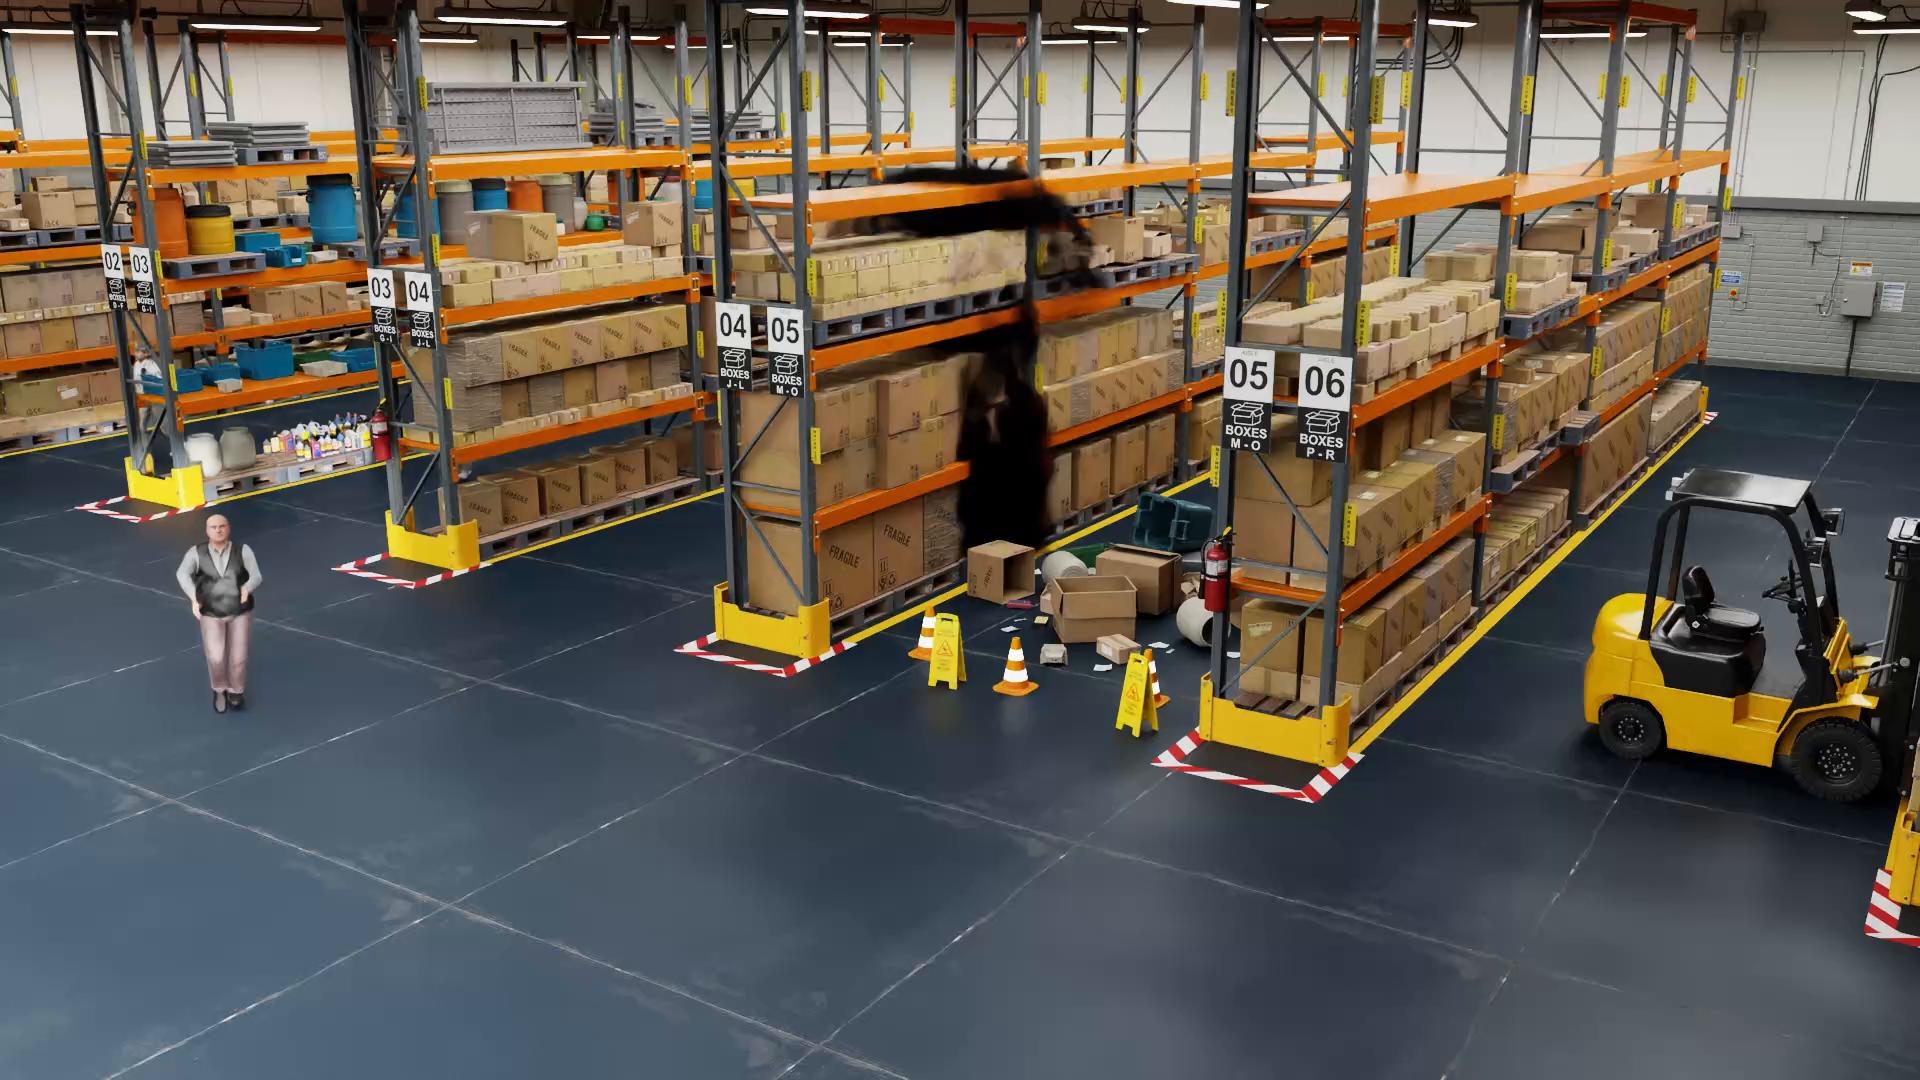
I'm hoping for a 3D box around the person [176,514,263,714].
[{"bbox_3d":[-6.087,0.629,13.784,0.634,1.702,0.675,-8,18,-28],"label":"person"}]

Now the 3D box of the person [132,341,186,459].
[{"bbox_3d":[-11.038,-1.878,22.817,0.605,1.745,0.772,6,17,21],"label":"person"}]

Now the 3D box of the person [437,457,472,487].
[{"bbox_3d":[-6.586,-1.512,21.564,0.545,1.726,0.758,2,16,6],"label":"person"}]
